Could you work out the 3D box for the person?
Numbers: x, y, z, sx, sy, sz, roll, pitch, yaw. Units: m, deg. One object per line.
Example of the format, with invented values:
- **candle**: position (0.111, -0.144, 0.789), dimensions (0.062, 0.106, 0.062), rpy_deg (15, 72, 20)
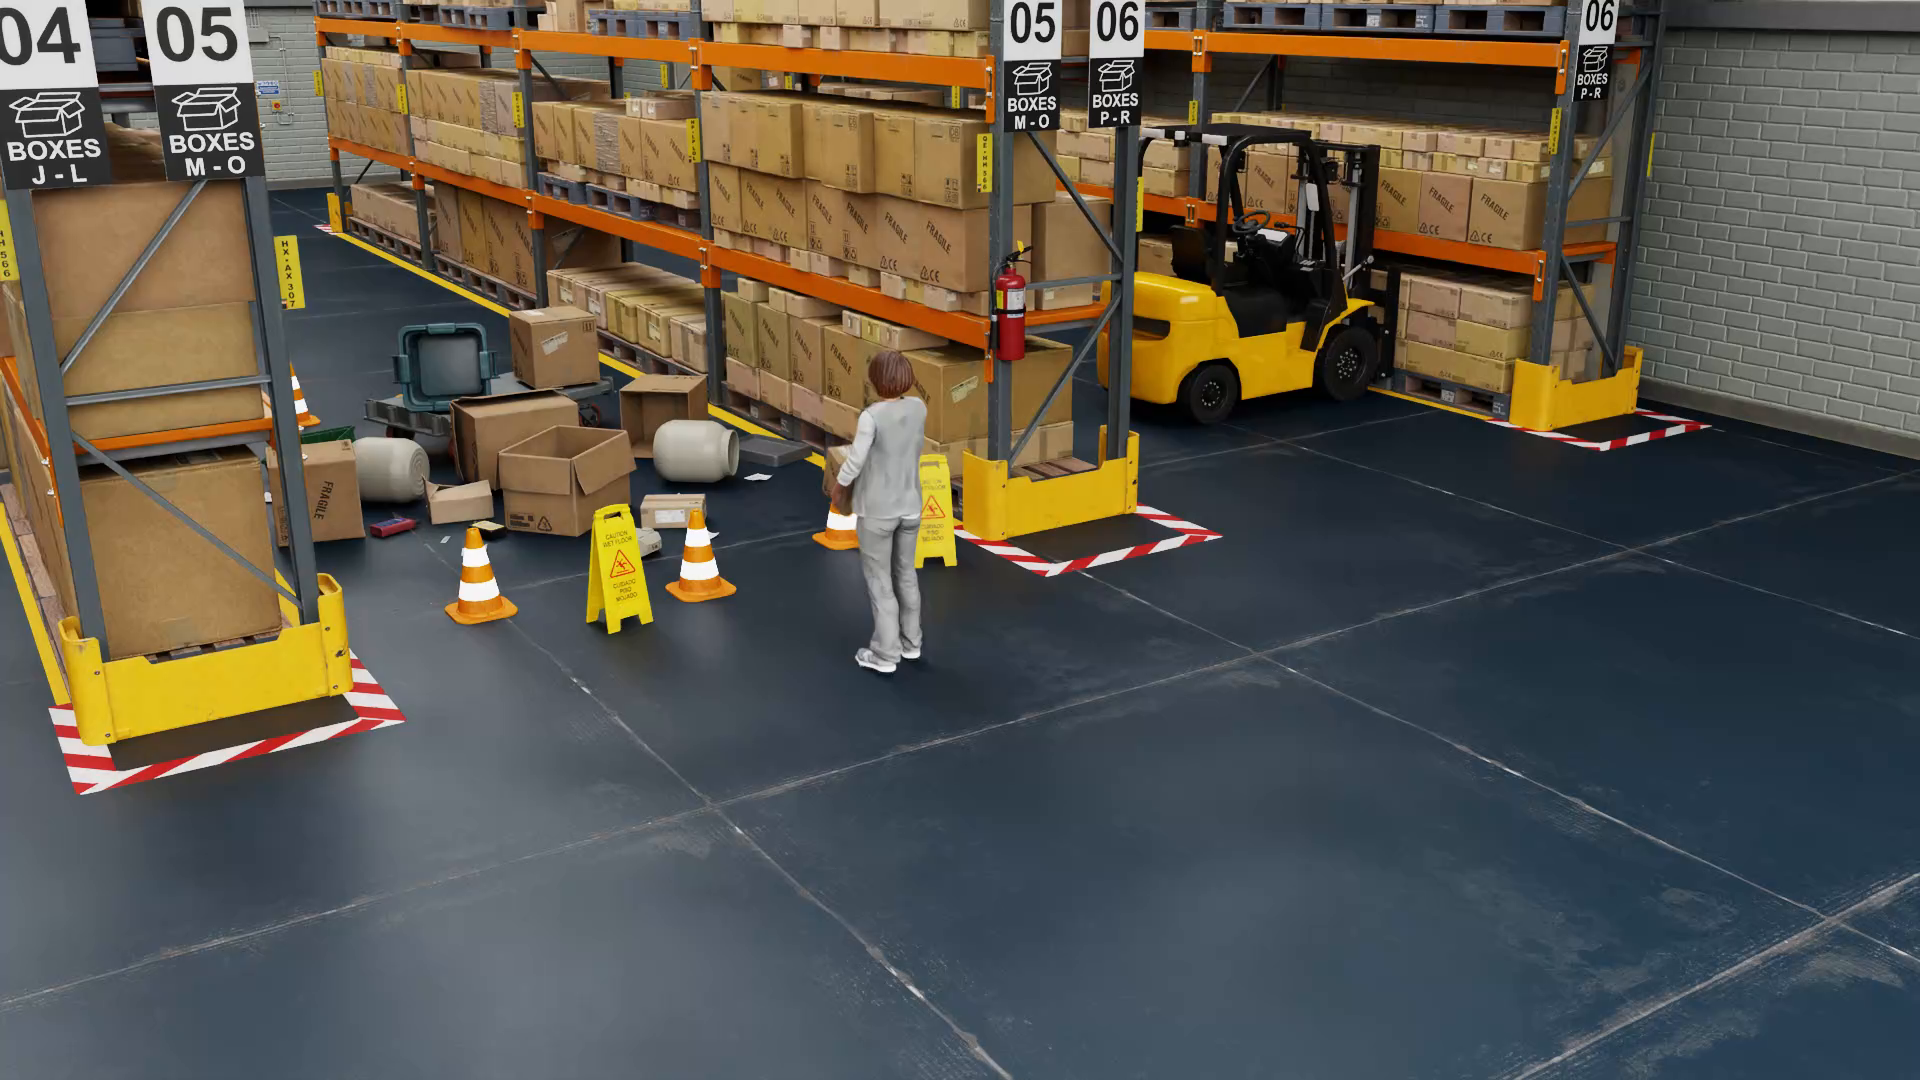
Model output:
- **person**: position (-0.383, -0.148, 8.010), dimensions (0.451, 1.601, 0.458), rpy_deg (-15, 24, -38)
